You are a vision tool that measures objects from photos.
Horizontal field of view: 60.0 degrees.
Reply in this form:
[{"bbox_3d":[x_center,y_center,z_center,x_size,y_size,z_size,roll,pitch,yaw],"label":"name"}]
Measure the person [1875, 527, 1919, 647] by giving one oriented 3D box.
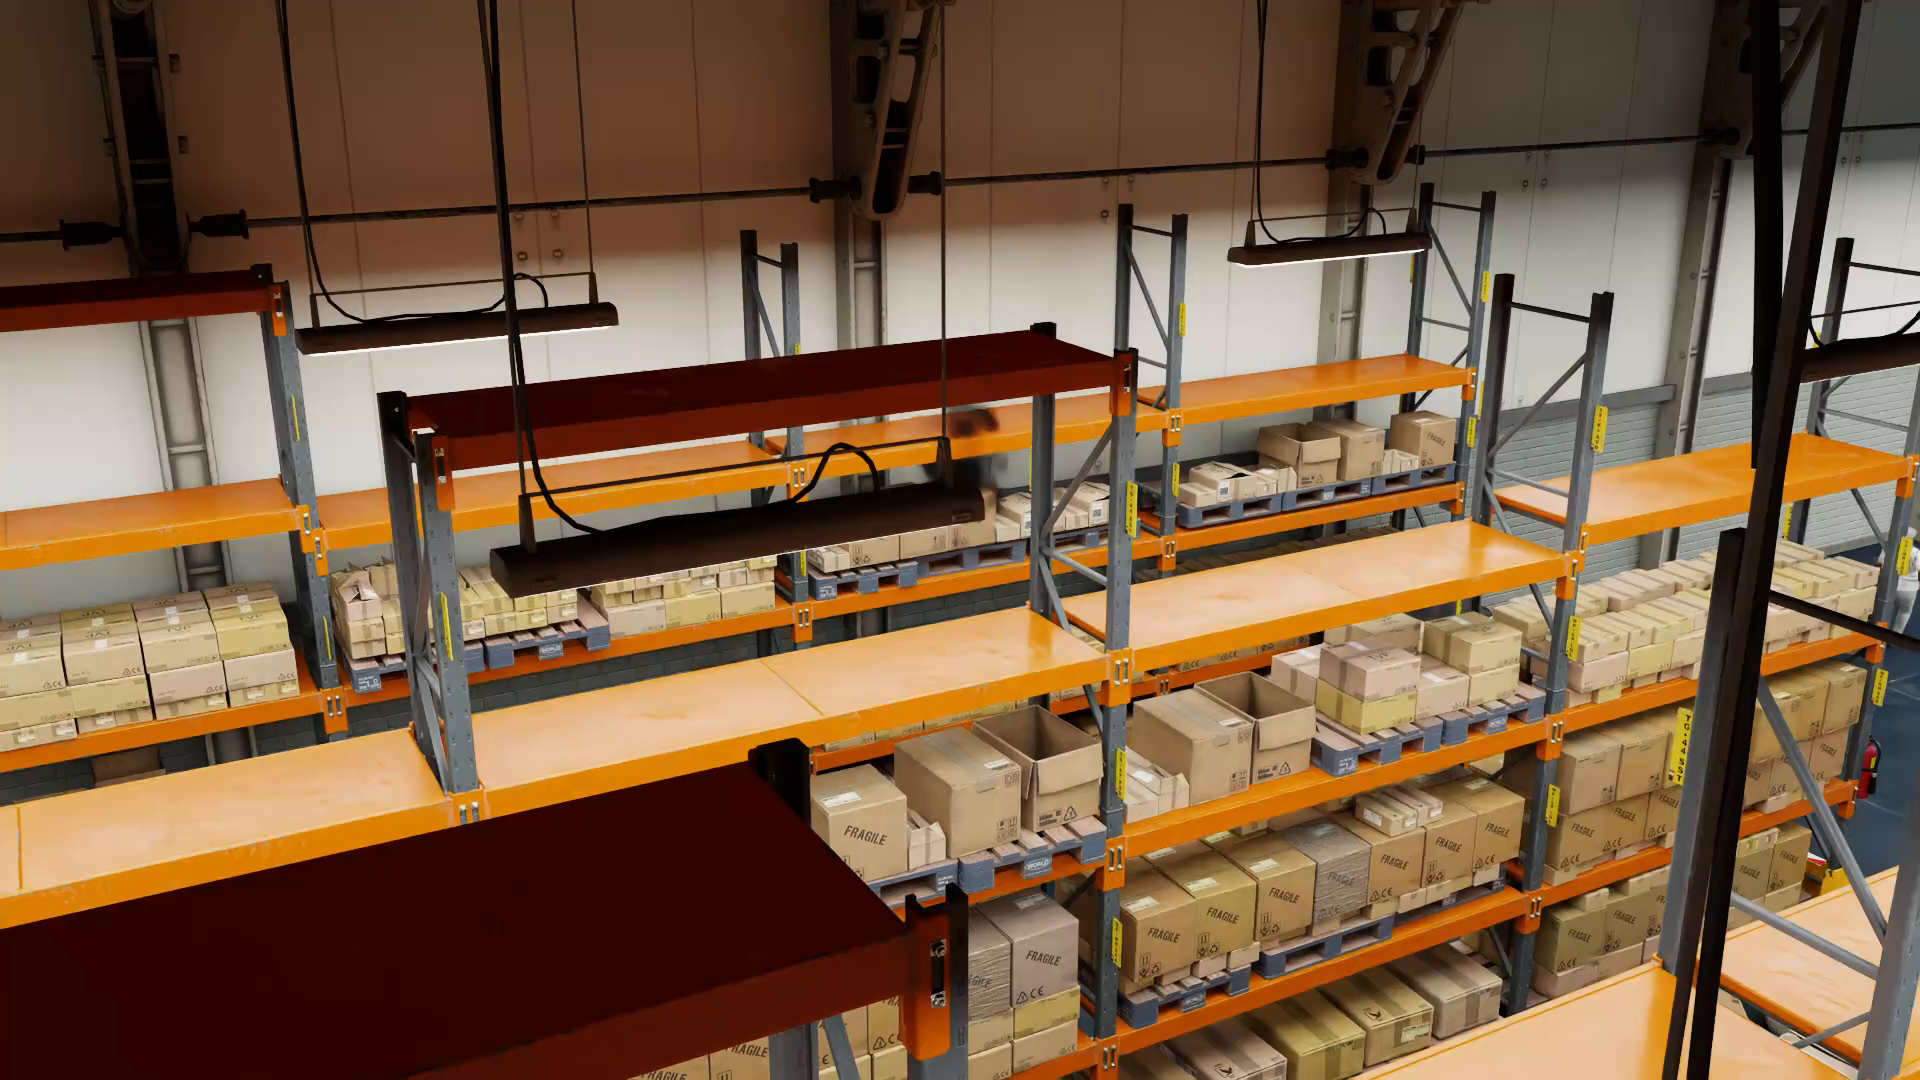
[{"bbox_3d":[11.898,0.612,21.073,0.615,1.624,0.727,16,24,41],"label":"person"}]
